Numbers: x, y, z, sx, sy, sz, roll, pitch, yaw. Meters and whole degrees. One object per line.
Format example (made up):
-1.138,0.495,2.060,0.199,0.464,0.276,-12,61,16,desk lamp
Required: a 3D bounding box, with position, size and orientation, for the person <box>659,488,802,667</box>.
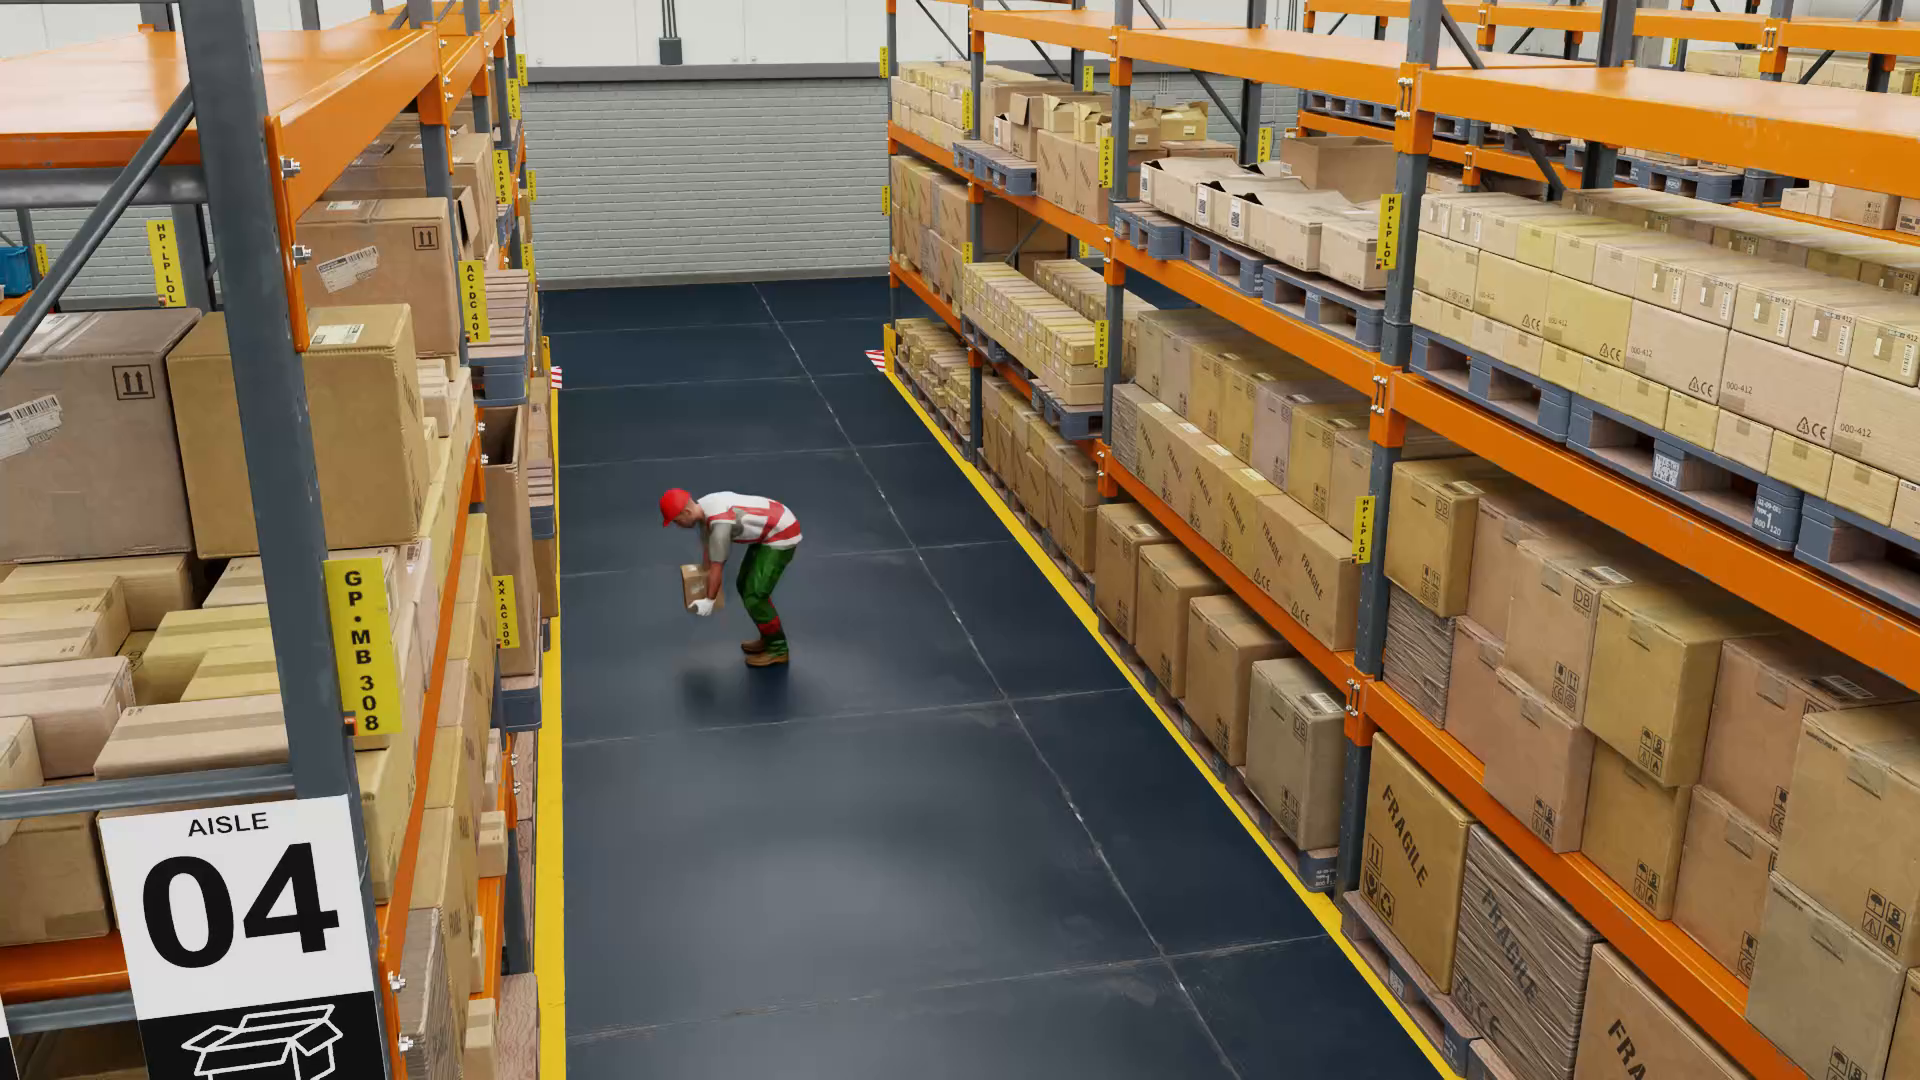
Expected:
-1.524,0.222,11.195,0.927,1.258,0.507,-5,20,-15,person
